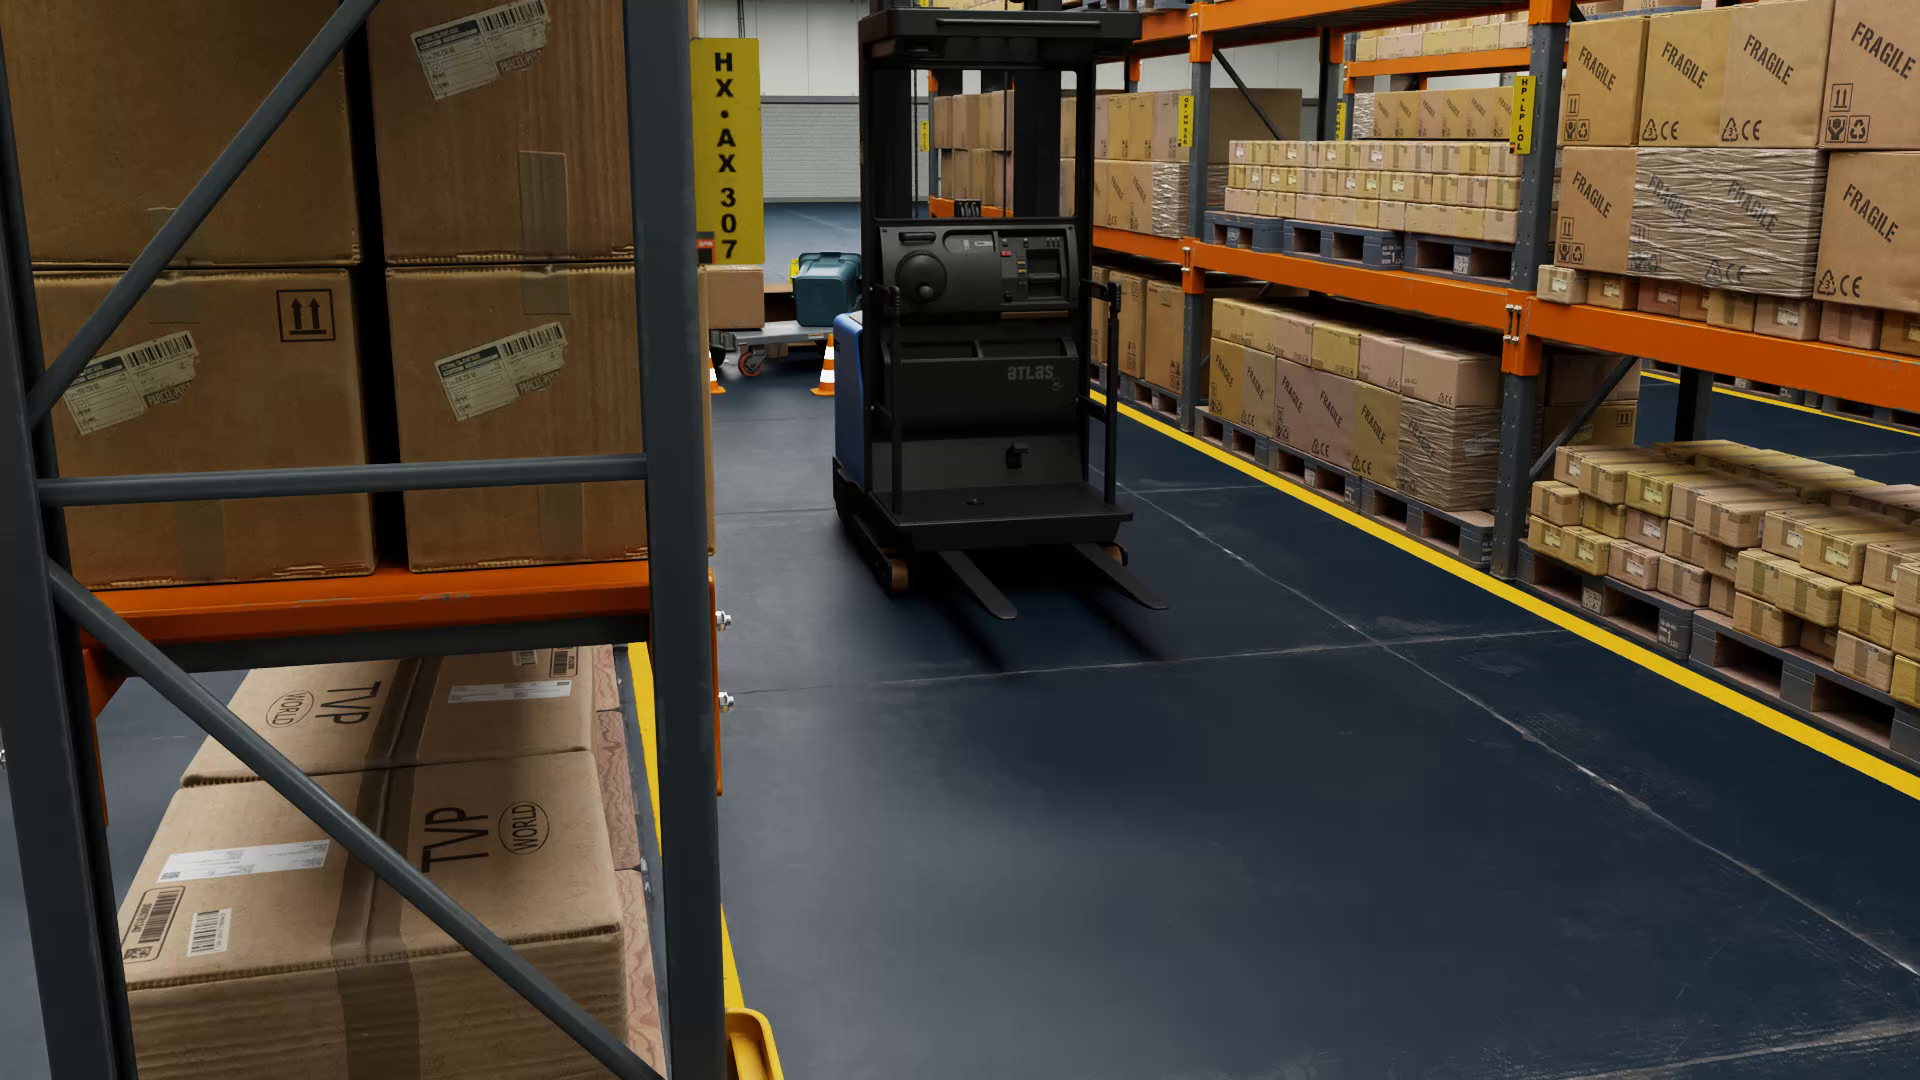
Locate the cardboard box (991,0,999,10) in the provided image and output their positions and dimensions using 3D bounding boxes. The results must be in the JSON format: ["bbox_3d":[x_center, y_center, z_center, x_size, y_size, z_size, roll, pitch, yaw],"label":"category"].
[{"bbox_3d":[0.509,-4.980,15.604,0.380,0.149,0.250,-3,14,-13],"label":"cardboard box"}]

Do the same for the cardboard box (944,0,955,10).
[{"bbox_3d":[0.131,-5.611,17.347,0.500,0.250,0.500,-3,14,-14],"label":"cardboard box"}]

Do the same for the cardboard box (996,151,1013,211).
[{"bbox_3d":[0.837,-3.432,15.840,0.875,0.550,0.550,-3,14,-13],"label":"cardboard box"}]

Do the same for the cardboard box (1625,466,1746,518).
[{"bbox_3d":[2.959,-0.199,6.788,0.380,0.149,0.250,-3,14,-14],"label":"cardboard box"}]

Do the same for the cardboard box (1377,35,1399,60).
[{"bbox_3d":[4.981,-5.466,18.474,0.500,0.250,0.500,-4,14,-14],"label":"cardboard box"}]

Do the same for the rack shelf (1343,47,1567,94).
[{"bbox_3d":[5.462,-4.972,17.652,1.077,0.370,4.000,-3,14,-13],"label":"rack shelf"}]

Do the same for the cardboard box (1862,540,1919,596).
[{"bbox_3d":[3.276,0.100,5.567,0.380,0.149,0.250,-4,14,-15],"label":"cardboard box"}]

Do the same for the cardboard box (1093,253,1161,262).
[{"bbox_3d":[1.320,-2.123,14.650,1.050,0.750,0.750,-3,14,-13],"label":"cardboard box"}]

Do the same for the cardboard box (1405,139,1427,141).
[{"bbox_3d":[5.404,-4.164,18.312,0.875,0.500,0.500,-3,14,-13],"label":"cardboard box"}]

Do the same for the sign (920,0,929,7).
[{"bbox_3d":[-0.394,-5.963,18.185,0.100,0.325,0.005,-3,14,-13],"label":"sign"}]

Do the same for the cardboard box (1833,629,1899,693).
[{"bbox_3d":[3.205,0.395,5.613,0.380,0.149,0.250,-3,14,-12],"label":"cardboard box"}]

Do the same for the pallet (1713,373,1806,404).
[{"bbox_3d":[6.689,-1.306,13.327,1.003,0.211,1.213,-3,14,-13],"label":"pallet"}]

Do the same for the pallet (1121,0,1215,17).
[{"bbox_3d":[1.823,-3.738,11.484,1.213,0.211,1.003,-3,14,-11],"label":"pallet"}]

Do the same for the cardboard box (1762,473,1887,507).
[{"bbox_3d":[3.451,-0.167,6.657,0.380,0.149,0.250,-3,14,-11],"label":"cardboard box"}]

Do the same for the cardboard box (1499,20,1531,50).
[{"bbox_3d":[5.571,-4.878,16.067,0.500,0.250,0.500,-3,14,-11],"label":"cardboard box"}]

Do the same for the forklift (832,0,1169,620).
[{"bbox_3d":[0.142,-1.278,7.483,1.130,2.935,3.031,-3,14,-13],"label":"forklift"}]

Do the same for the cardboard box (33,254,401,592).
[{"bbox_3d":[-1.254,-0.227,2.826,0.500,0.500,0.500,-3,14,-13],"label":"cardboard box"}]

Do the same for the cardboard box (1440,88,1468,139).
[{"bbox_3d":[5.323,-4.401,17.175,0.500,0.500,0.500,-3,14,-13],"label":"cardboard box"}]

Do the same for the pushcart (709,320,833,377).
[{"bbox_3d":[-1.497,-1.715,14.652,1.648,0.377,0.936,-9,16,-33],"label":"pushcart"}]

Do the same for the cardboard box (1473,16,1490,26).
[{"bbox_3d":[5.367,-5.222,16.635,0.380,0.149,0.250,-4,14,-15],"label":"cardboard box"}]

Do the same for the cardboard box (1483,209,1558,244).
[{"bbox_3d":[2.680,-1.467,7.754,0.380,0.149,0.250,-4,14,-14],"label":"cardboard box"}]

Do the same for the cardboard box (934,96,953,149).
[{"bbox_3d":[0.197,-4.582,18.270,0.875,0.550,0.550,-3,14,-13],"label":"cardboard box"}]

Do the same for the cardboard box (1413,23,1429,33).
[{"bbox_3d":[5.104,-5.525,17.877,0.380,0.149,0.250,-4,14,-16],"label":"cardboard box"}]

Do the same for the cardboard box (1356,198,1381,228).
[{"bbox_3d":[2.371,-1.767,8.984,0.380,0.149,0.250,-3,14,-11],"label":"cardboard box"}]

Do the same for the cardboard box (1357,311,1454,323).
[{"bbox_3d":[2.675,-1.204,9.835,0.500,0.250,0.500,-3,14,-12],"label":"cardboard box"}]

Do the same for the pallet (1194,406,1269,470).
[{"bbox_3d":[2.208,-0.692,10.814,1.003,0.211,1.213,-3,14,-13],"label":"pallet"}]

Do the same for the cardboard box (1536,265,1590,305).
[{"bbox_3d":[2.714,-1.098,7.132,0.380,0.149,0.250,-3,14,-11],"label":"cardboard box"}]

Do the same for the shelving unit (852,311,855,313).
[{"bbox_3d":[-0.437,-0.746,9.267,0.252,1.050,0.215,13,19,43],"label":"shelving unit"}]

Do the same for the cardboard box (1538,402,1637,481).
[{"bbox_3d":[3.050,-0.479,8.449,0.500,0.500,0.500,-3,14,-11],"label":"cardboard box"}]

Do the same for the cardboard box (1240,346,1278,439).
[{"bbox_3d":[2.066,-0.923,10.268,0.500,0.500,0.500,-3,14,-13],"label":"cardboard box"}]

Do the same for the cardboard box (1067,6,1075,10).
[{"bbox_3d":[1.212,-4.957,15.512,0.380,0.149,0.250,-3,14,-13],"label":"cardboard box"}]

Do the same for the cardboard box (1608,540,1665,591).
[{"bbox_3d":[2.910,0.095,6.841,0.380,0.149,0.250,-3,14,-13],"label":"cardboard box"}]

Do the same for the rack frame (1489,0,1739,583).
[{"bbox_3d":[2.965,-1.304,7.444,1.000,3.000,0.127,-3,14,-13],"label":"rack frame"}]

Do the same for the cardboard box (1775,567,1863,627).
[{"bbox_3d":[3.112,0.189,5.830,0.380,0.149,0.250,-3,14,-13],"label":"cardboard box"}]

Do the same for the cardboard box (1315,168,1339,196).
[{"bbox_3d":[2.248,-2.034,9.448,0.380,0.149,0.250,-3,14,-14],"label":"cardboard box"}]

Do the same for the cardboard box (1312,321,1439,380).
[{"bbox_3d":[2.299,-1.056,9.232,0.500,0.250,0.500,-4,14,-16],"label":"cardboard box"}]

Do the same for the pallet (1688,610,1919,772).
[{"bbox_3d":[3.448,0.486,5.995,1.003,0.211,1.213,-3,14,-13],"label":"pallet"}]

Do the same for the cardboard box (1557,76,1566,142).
[{"bbox_3d":[5.982,-3.707,15.131,1.000,1.000,1.000,-3,14,-13],"label":"cardboard box"}]

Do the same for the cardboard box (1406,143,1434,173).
[{"bbox_3d":[2.497,-1.939,8.434,0.380,0.149,0.250,-3,14,-13],"label":"cardboard box"}]

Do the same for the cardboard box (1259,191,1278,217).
[{"bbox_3d":[2.062,-2.070,10.225,0.380,0.149,0.250,-3,14,-10],"label":"cardboard box"}]

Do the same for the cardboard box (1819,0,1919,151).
[{"bbox_3d":[3.178,-1.510,5.343,0.500,0.500,0.500,-4,14,-15],"label":"cardboard box"}]

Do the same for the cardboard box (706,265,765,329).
[{"bbox_3d":[-1.978,-2.110,14.415,0.500,0.500,0.500,-3,14,-13],"label":"cardboard box"}]

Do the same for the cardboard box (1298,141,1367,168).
[{"bbox_3d":[2.192,-2.238,9.659,0.380,0.149,0.250,-3,14,-11],"label":"cardboard box"}]

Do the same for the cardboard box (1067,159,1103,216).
[{"bbox_3d":[1.183,-2.830,13.479,0.500,0.500,0.500,-3,14,-13],"label":"cardboard box"}]

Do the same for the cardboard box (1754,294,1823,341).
[{"bbox_3d":[3.070,-0.797,5.900,0.380,0.149,0.250,-3,14,-11],"label":"cardboard box"}]

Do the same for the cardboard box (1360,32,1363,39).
[{"bbox_3d":[4.832,-5.827,19.113,0.380,0.149,0.250,-3,14,-14],"label":"cardboard box"}]

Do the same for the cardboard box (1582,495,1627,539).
[{"bbox_3d":[2.886,-0.113,7.064,0.380,0.149,0.250,-3,14,-13],"label":"cardboard box"}]

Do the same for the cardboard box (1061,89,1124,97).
[{"bbox_3d":[1.033,-3.834,15.209,0.875,0.550,0.550,-3,14,-13],"label":"cardboard box"}]

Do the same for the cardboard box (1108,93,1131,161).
[{"bbox_3d":[1.567,-3.218,12.961,0.700,0.500,0.500,-3,14,-14],"label":"cardboard box"}]

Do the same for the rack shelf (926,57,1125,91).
[{"bbox_3d":[0.617,-4.719,16.616,1.077,0.370,4.000,-3,14,-13],"label":"rack shelf"}]

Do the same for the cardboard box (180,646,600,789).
[{"bbox_3d":[-1.358,0.601,4.159,0.875,0.438,0.875,-3,14,-12],"label":"cardboard box"}]

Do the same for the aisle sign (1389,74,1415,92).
[{"bbox_3d":[5.269,-5.619,19.630,0.394,0.787,0.004,-3,14,-13],"label":"aisle sign"}]

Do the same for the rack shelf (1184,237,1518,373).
[{"bbox_3d":[2.496,-1.416,9.418,1.077,0.370,4.000,-3,14,-13],"label":"rack shelf"}]

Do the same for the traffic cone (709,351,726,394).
[{"bbox_3d":[-2.049,-1.410,13.223,0.336,0.463,0.334,-3,14,-13],"label":"traffic cone"}]

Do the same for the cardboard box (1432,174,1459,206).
[{"bbox_3d":[2.562,-1.729,8.203,0.380,0.149,0.250,-3,14,-11],"label":"cardboard box"}]

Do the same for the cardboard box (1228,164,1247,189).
[{"bbox_3d":[1.944,-2.331,10.664,0.380,0.149,0.250,-3,14,-11],"label":"cardboard box"}]
